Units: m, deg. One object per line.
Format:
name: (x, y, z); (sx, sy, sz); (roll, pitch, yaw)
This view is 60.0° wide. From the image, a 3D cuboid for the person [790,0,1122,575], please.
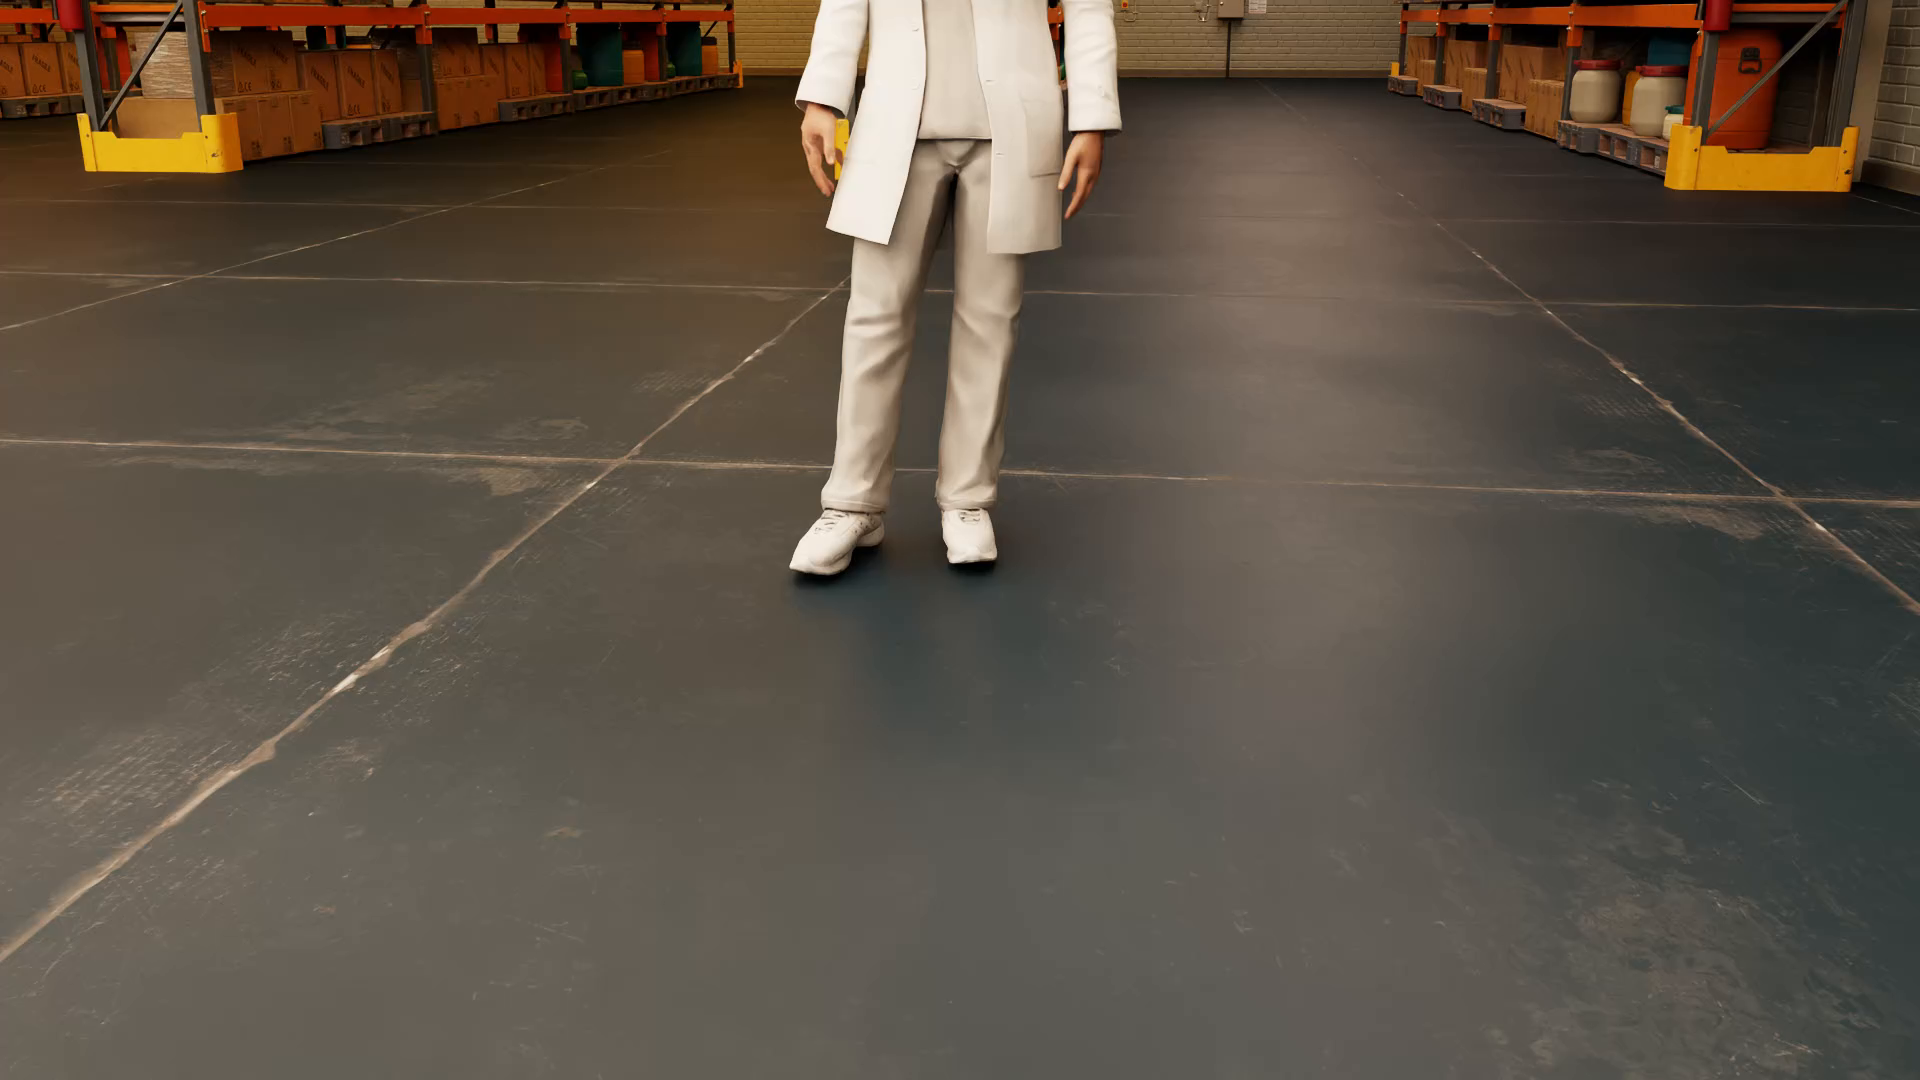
person: (-0.015, -0.827, 3.470); (0.698, 1.777, 0.578); (2, 18, 7)
